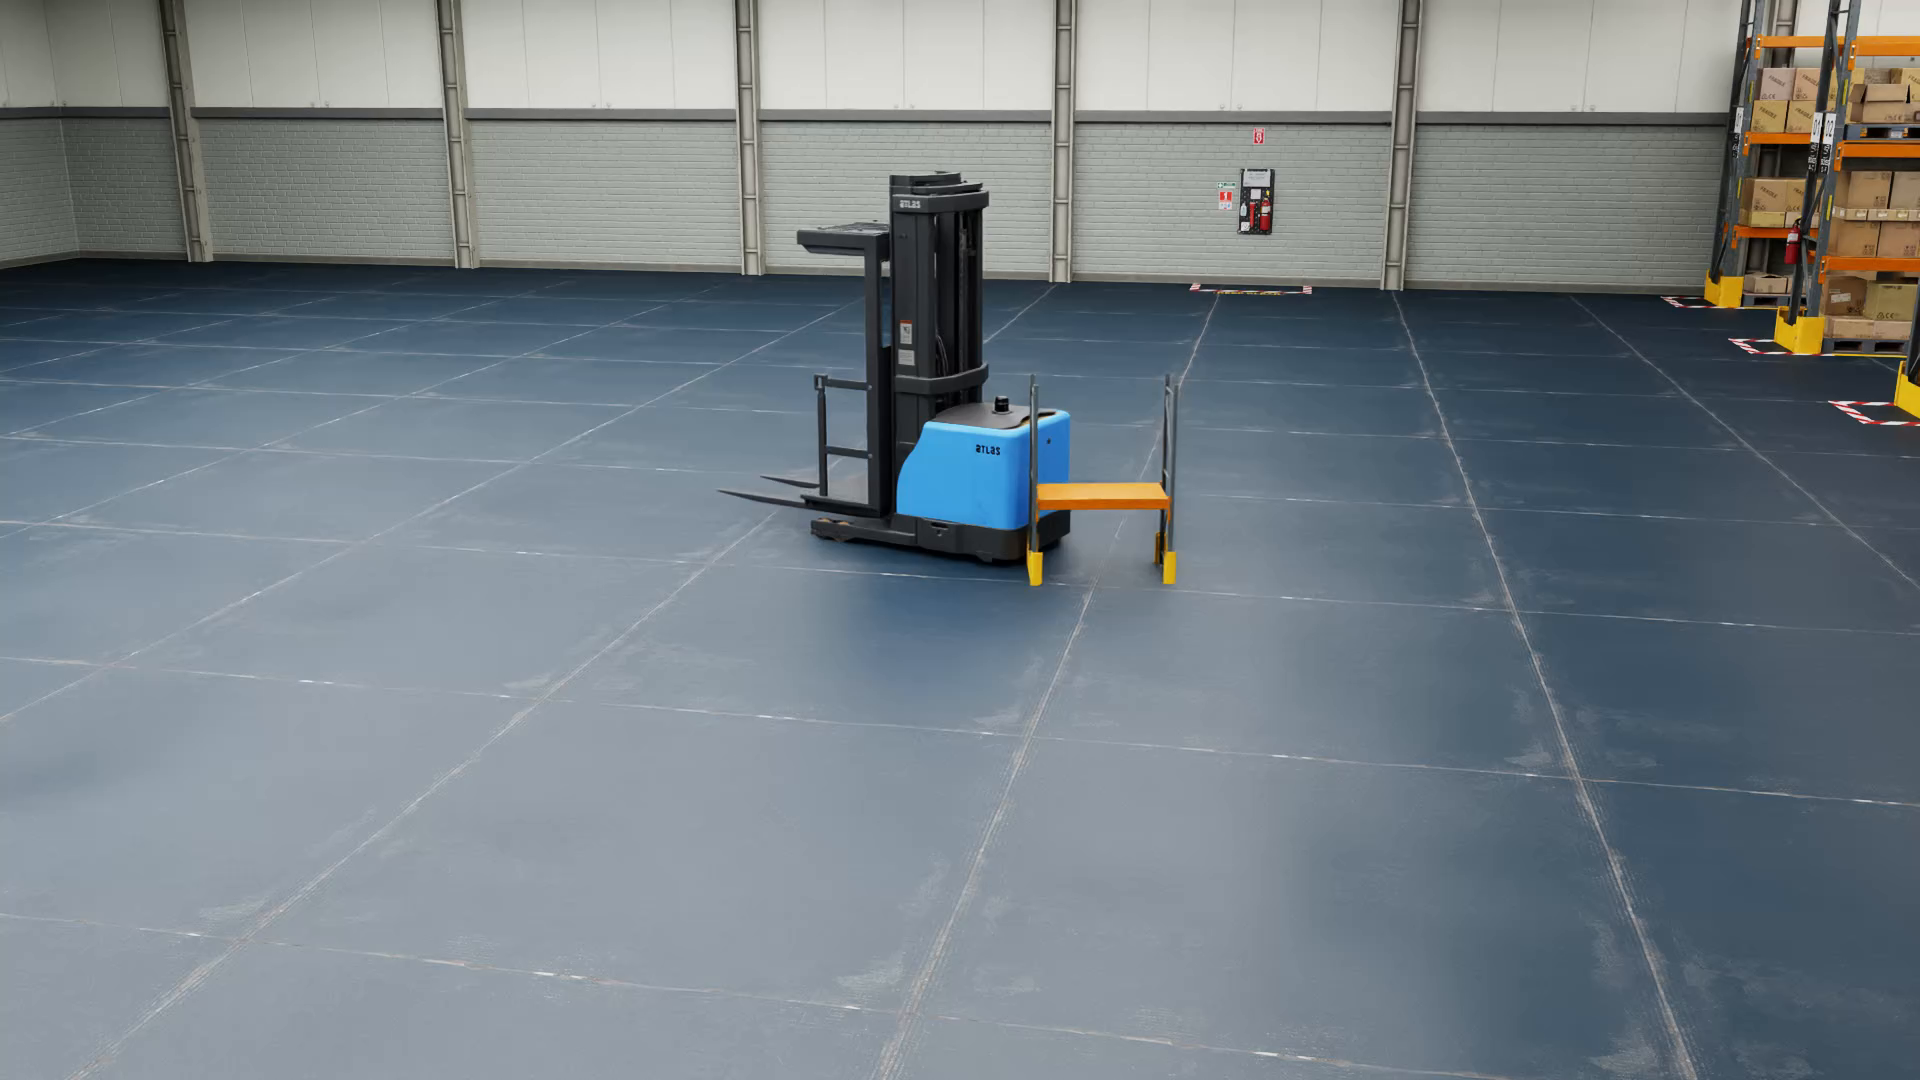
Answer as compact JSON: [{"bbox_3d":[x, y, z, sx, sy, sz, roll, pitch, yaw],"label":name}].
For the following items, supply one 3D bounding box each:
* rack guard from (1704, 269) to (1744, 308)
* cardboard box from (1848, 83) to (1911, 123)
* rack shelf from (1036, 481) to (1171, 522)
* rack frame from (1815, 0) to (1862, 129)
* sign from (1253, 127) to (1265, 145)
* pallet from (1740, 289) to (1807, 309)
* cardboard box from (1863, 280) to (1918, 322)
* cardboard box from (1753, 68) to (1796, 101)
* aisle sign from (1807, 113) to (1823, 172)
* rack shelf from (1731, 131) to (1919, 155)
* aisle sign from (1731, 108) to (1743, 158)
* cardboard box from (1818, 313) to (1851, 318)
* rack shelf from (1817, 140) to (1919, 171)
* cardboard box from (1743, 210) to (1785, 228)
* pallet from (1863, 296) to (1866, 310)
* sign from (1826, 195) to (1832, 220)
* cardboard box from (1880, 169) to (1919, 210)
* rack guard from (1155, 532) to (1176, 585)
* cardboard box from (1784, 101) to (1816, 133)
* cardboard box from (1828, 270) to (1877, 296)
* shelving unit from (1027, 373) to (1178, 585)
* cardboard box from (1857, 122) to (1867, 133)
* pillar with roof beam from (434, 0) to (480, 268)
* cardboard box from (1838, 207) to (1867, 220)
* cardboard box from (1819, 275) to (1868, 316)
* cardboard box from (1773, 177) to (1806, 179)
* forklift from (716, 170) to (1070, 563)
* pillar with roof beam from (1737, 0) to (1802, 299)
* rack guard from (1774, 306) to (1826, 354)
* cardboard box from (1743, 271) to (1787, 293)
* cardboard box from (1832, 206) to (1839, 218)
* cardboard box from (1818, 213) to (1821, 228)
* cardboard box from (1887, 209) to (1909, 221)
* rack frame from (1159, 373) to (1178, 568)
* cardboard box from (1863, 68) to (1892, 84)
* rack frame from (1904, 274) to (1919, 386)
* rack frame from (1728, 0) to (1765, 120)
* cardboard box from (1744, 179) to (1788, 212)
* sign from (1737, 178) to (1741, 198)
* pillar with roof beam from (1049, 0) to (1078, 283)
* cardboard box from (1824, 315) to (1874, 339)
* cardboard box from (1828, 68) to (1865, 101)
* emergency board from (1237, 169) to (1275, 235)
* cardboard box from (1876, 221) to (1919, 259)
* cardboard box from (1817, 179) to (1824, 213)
[{"bbox_3d":[12.860,-4.243,28.004,0.348,0.500,1.175,3,16,11],"label":"rack guard"},{"bbox_3d":[12.364,-5.890,22.402,0.637,0.503,0.797,4,16,15],"label":"cardboard box"},{"bbox_3d":[1.057,-0.293,12.541,1.000,0.185,0.538,0,15,-1],"label":"rack shelf"},{"bbox_3d":[11.802,-7.047,22.205,0.127,3.000,1.000,3,16,11],"label":"rack frame"},{"bbox_3d":[5.362,-7.245,29.816,0.199,0.298,0.001,3,16,11],"label":"sign"},{"bbox_3d":[13.649,-4.052,27.853,1.213,0.211,1.003,3,16,11],"label":"pallet"},{"bbox_3d":[12.773,-3.282,22.809,0.500,0.500,0.500,3,16,11],"label":"cardboard box"},{"bbox_3d":[13.115,-7.353,26.831,0.500,0.500,0.500,2,16,7],"label":"cardboard box"},{"bbox_3d":[11.796,-5.489,22.949,0.004,0.787,0.394,3,16,11],"label":"aisle sign"},{"bbox_3d":[14.745,-6.445,26.996,4.000,0.370,1.077,3,16,11],"label":"rack shelf"},{"bbox_3d":[12.655,-6.630,27.068,0.004,0.787,0.394,3,16,11],"label":"aisle sign"},{"bbox_3d":[12.386,-3.082,23.493,0.500,0.250,0.500,3,16,11],"label":"cardboard box"},{"bbox_3d":[13.762,-5.149,22.317,4.000,0.370,1.077,3,16,11],"label":"rack shelf"},{"bbox_3d":[13.200,-5.280,27.308,0.500,0.250,0.500,3,16,9],"label":"cardboard box"},{"bbox_3d":[14.841,-3.986,27.616,1.213,0.211,1.003,3,16,11],"label":"pallet"},{"bbox_3d":[11.685,-4.467,22.357,0.005,0.325,0.100,3,16,11],"label":"sign"},{"bbox_3d":[12.825,-4.772,22.611,0.500,0.500,0.700,3,16,10],"label":"cardboard box"},{"bbox_3d":[1.564,0.134,12.668,0.087,0.250,0.587,0,15,-1],"label":"rack guard"},{"bbox_3d":[13.582,-6.834,26.831,0.500,0.500,0.500,4,16,15],"label":"cardboard box"},{"bbox_3d":[14.713,-4.317,27.444,0.500,0.500,0.700,2,16,8],"label":"cardboard box"},{"bbox_3d":[1.066,-0.466,12.494,1.083,1.500,0.587,0,15,-1],"label":"shelving unit"},{"bbox_3d":[14.621,-6.785,26.652,0.500,0.500,0.500,4,16,15],"label":"cardboard box"},{"bbox_3d":[-10.733,-8.683,28.110,0.400,9.000,9.100,3,16,11],"label":"pillar with roof beam"},{"bbox_3d":[12.144,-4.440,22.627,0.250,0.149,0.380,3,16,11],"label":"cardboard box"},{"bbox_3d":[12.387,-3.444,23.395,0.500,0.500,0.500,3,16,11],"label":"cardboard box"},{"bbox_3d":[13.781,-5.752,27.606,0.500,0.500,0.500,3,16,12],"label":"cardboard box"},{"bbox_3d":[-0.634,-1.504,13.561,3.031,2.935,1.130,9,18,29],"label":"forklift"},{"bbox_3d":[12.786,-7.406,23.501,0.400,9.000,9.100,3,16,11],"label":"pillar with roof beam"},{"bbox_3d":[11.778,-2.953,23.344,0.348,0.500,1.175,3,16,11],"label":"rack guard"},{"bbox_3d":[13.445,-4.308,27.767,0.500,0.311,0.500,1,16,5],"label":"cardboard box"},{"bbox_3d":[12.214,-4.546,23.012,0.250,0.149,0.380,3,16,10],"label":"cardboard box"},{"bbox_3d":[14.210,-5.228,27.119,0.500,0.250,0.500,3,16,10],"label":"cardboard box"},{"bbox_3d":[12.647,-4.413,22.530,0.250,0.149,0.380,3,16,11],"label":"cardboard box"},{"bbox_3d":[1.566,-0.468,12.501,0.032,1.500,0.500,0,15,-1],"label":"rack frame"},{"bbox_3d":[14.767,-7.396,26.985,0.500,0.500,0.500,3,16,11],"label":"cardboard box"},{"bbox_3d":[10.811,-2.861,18.329,0.127,3.000,1.000,3,16,11],"label":"rack frame"},{"bbox_3d":[12.785,-8.343,26.884,0.127,3.000,1.000,3,16,11],"label":"rack frame"},{"bbox_3d":[13.193,-5.647,27.226,0.500,0.500,0.500,3,16,11],"label":"cardboard box"},{"bbox_3d":[12.677,-5.727,27.057,0.005,0.325,0.100,3,16,11],"label":"sign"},{"bbox_3d":[1.027,-8.045,25.805,0.400,9.000,9.100,3,16,11],"label":"pillar with roof beam"},{"bbox_3d":[12.283,-2.947,23.004,0.500,0.250,0.500,3,16,11],"label":"cardboard box"},{"bbox_3d":[14.100,-7.289,26.599,0.500,0.500,0.500,4,16,13],"label":"cardboard box"},{"bbox_3d":[5.350,-6.102,30.030,0.643,1.169,0.194,3,16,11],"label":"emergency board"},{"bbox_3d":[12.772,-4.149,22.794,0.500,0.500,0.700,4,16,13],"label":"cardboard box"},{"bbox_3d":[14.181,-5.589,27.017,0.500,0.500,0.500,3,16,9],"label":"cardboard box"}]
